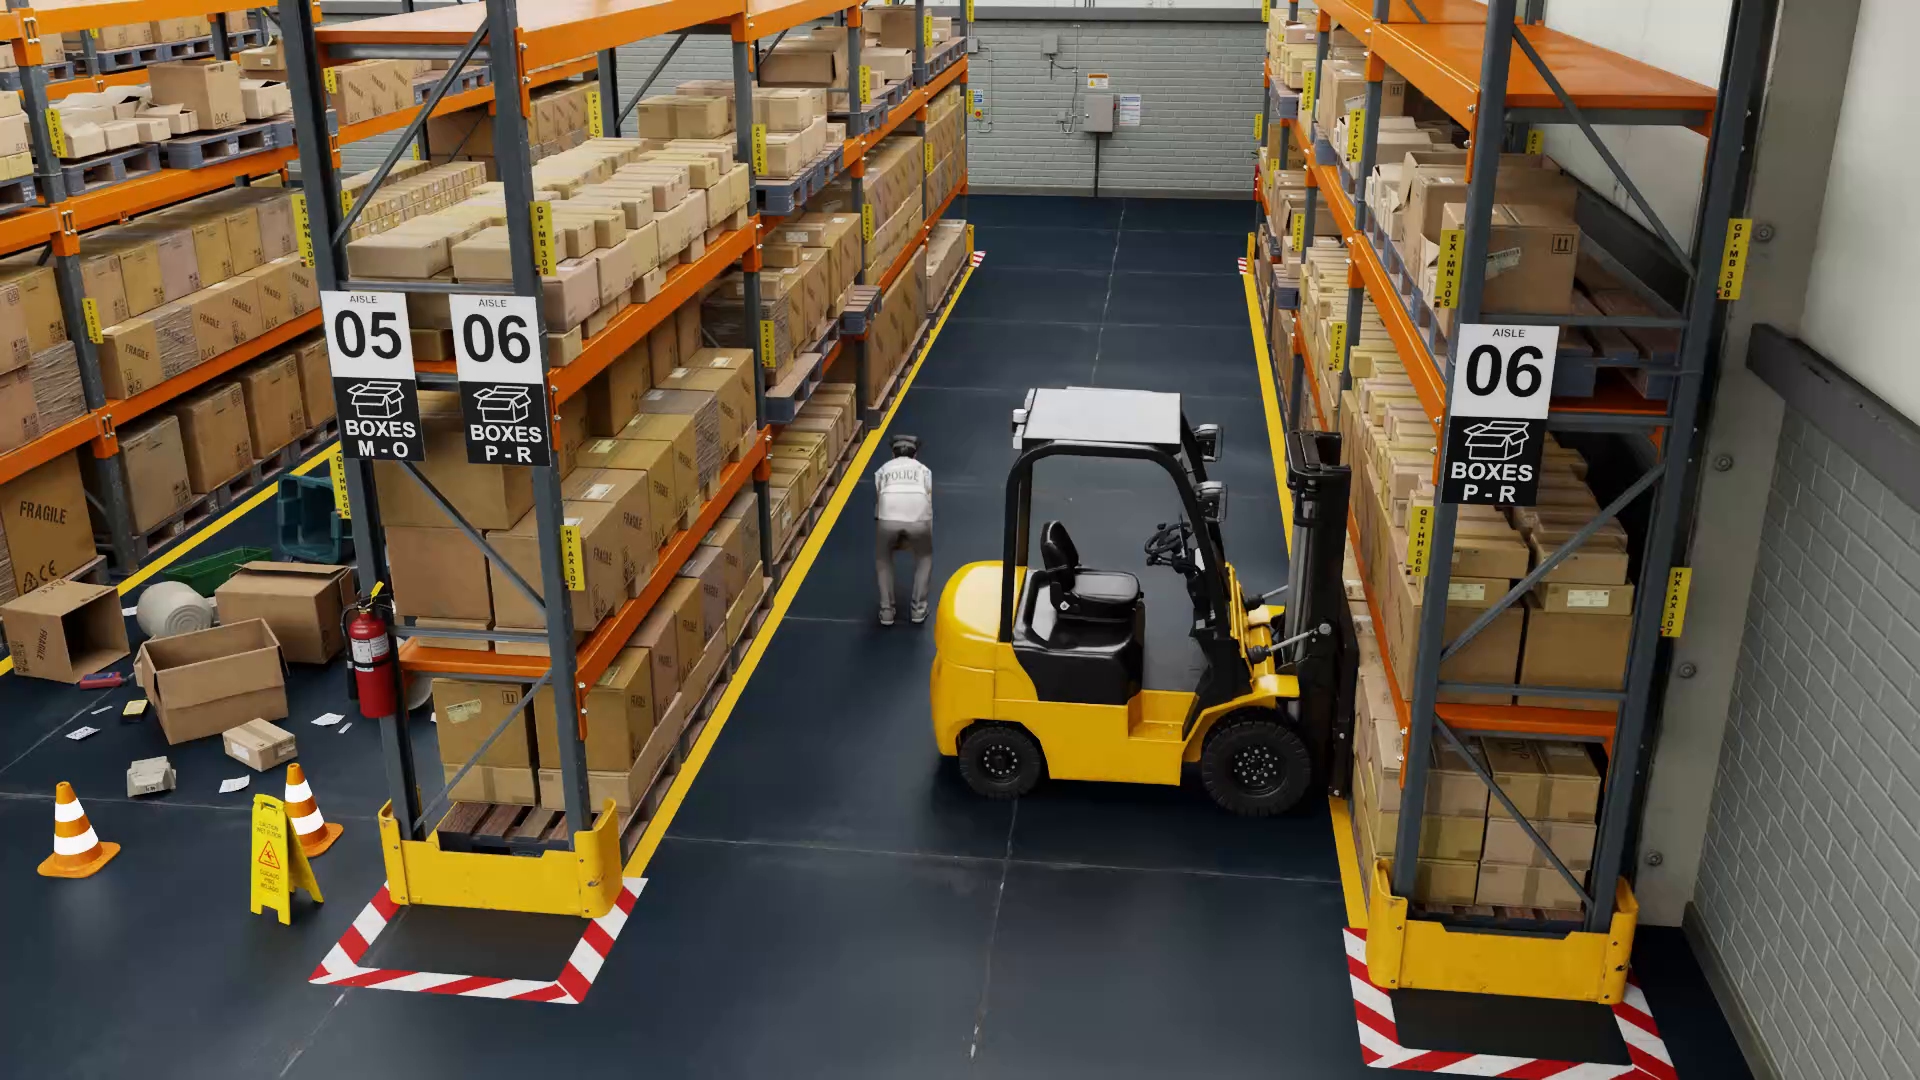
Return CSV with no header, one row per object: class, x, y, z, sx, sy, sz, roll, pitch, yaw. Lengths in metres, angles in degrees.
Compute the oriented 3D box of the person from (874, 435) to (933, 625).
person,-0.401,-0.078,11.870,0.409,1.240,0.897,0,21,0
